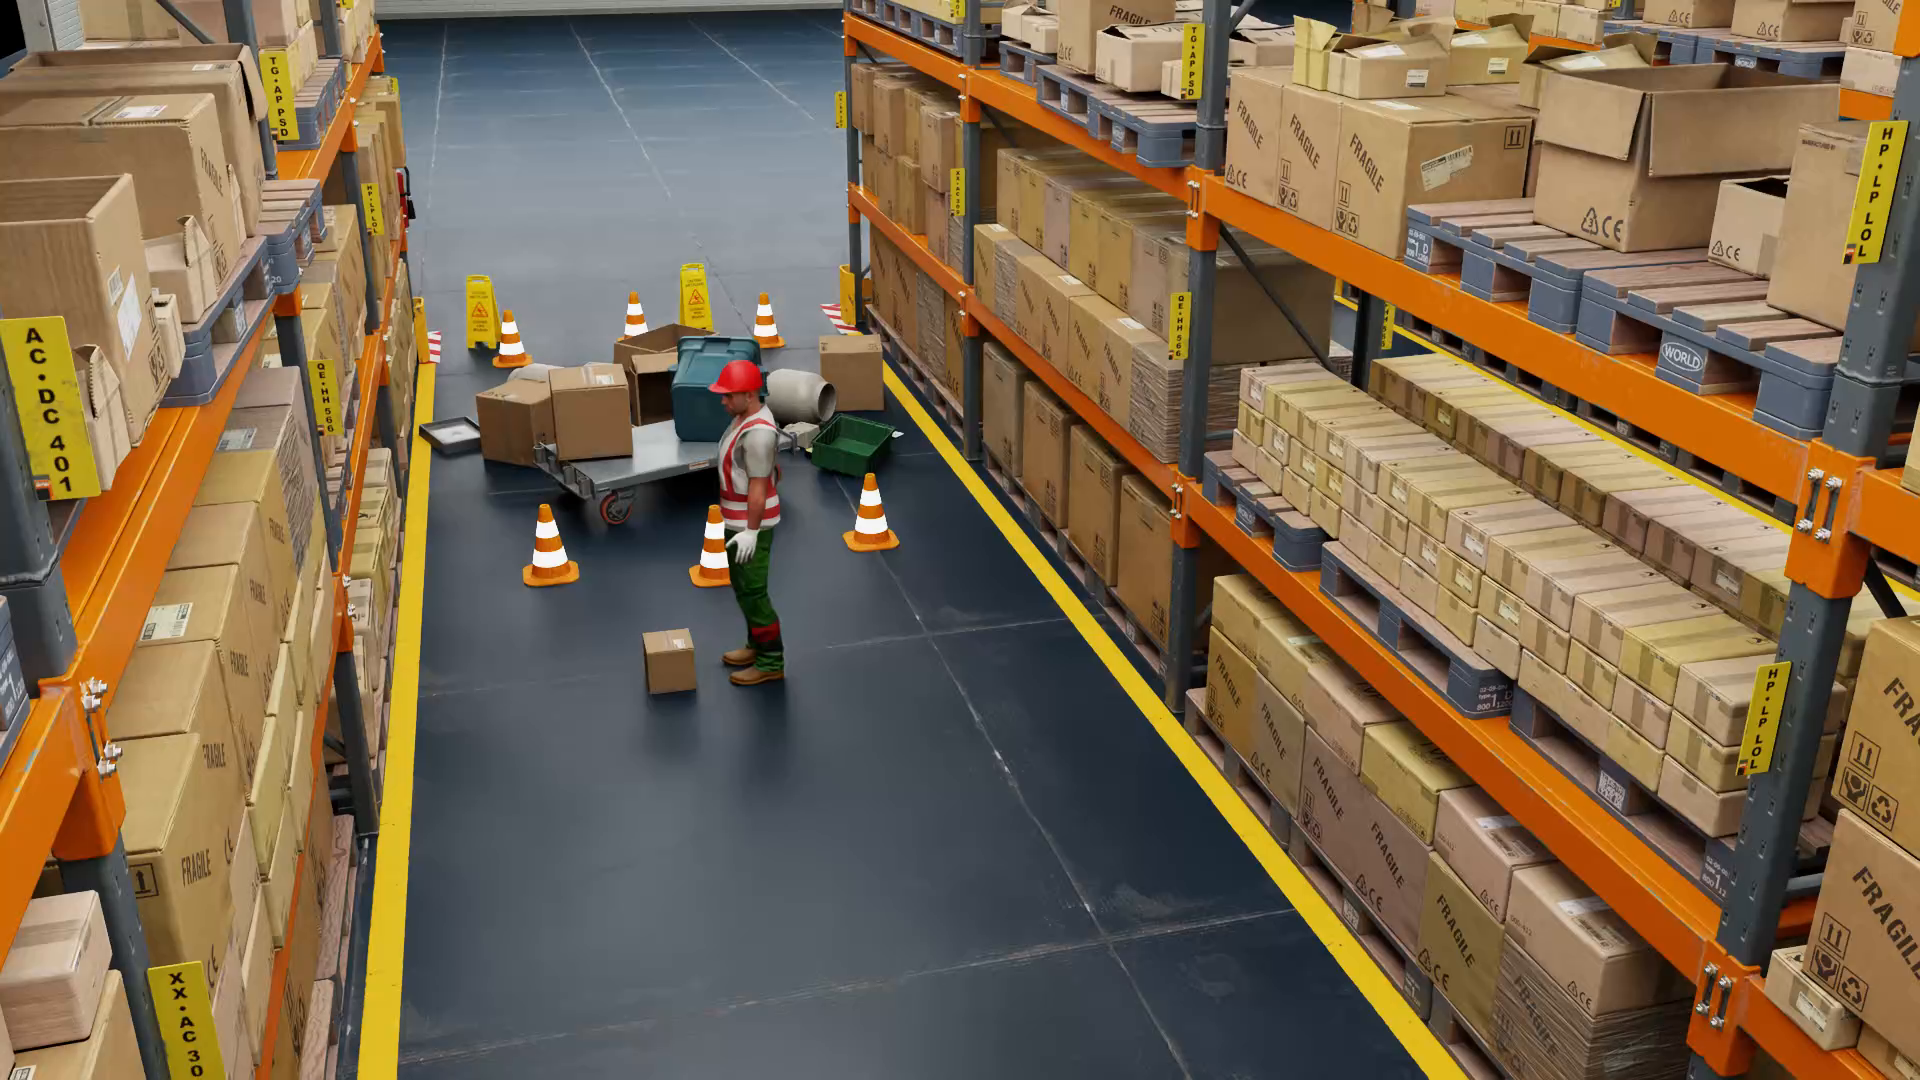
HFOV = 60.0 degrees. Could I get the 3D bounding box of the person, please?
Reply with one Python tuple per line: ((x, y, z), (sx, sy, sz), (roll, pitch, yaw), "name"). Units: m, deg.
((-1.115, -0.094, 8.798), (0.348, 1.779, 0.527), (-6, 23, -13), "person")
